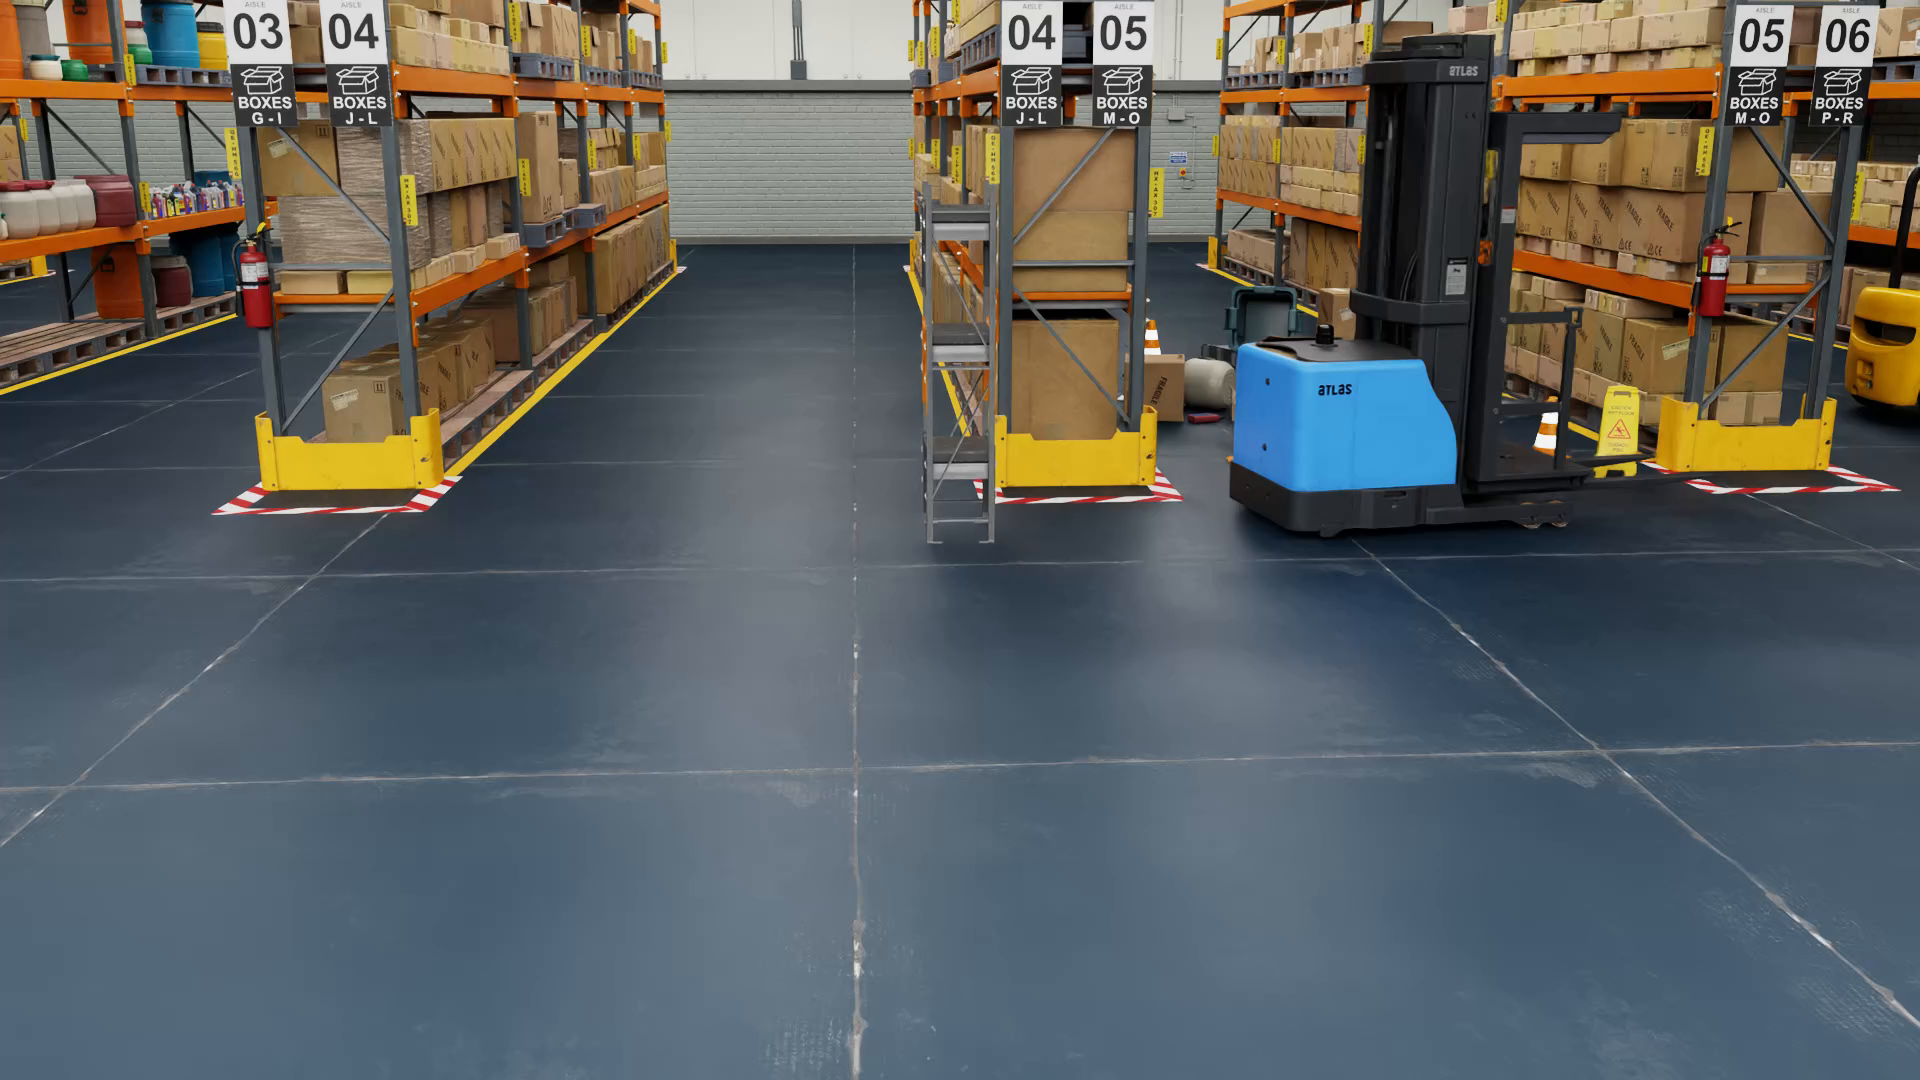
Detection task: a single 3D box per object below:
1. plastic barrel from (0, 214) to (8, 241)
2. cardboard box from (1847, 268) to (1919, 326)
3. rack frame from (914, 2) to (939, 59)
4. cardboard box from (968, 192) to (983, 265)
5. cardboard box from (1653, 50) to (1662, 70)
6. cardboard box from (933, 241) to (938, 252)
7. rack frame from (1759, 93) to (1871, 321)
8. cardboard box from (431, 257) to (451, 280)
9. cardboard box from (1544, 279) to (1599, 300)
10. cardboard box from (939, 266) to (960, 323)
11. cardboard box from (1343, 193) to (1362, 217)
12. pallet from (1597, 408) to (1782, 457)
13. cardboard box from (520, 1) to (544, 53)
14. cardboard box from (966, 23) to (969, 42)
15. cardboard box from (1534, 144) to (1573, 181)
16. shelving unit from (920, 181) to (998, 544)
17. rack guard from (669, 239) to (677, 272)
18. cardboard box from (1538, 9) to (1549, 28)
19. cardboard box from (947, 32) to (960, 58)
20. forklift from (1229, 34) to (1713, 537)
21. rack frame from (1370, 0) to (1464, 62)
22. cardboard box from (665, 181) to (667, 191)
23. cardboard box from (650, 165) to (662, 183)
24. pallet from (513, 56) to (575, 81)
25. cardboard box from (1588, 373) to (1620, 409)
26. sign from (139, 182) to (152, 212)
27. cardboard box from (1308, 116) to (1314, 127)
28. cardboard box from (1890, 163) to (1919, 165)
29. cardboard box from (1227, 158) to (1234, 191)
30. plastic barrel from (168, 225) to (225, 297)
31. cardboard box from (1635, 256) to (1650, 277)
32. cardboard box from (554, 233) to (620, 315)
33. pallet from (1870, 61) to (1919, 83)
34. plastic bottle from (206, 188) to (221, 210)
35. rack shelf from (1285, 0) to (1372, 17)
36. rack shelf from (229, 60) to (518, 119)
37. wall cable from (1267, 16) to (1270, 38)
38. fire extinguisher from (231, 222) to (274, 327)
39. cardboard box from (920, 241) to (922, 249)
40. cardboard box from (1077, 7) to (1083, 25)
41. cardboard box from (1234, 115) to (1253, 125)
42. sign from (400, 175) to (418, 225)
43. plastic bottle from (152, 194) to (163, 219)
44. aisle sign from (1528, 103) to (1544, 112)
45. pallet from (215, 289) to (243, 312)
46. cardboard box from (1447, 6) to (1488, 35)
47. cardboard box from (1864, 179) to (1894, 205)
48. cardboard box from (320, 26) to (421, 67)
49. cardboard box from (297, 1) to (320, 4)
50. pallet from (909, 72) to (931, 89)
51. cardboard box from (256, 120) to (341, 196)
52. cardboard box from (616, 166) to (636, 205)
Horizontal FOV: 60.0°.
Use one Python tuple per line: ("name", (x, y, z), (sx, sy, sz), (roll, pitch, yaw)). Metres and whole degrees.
("plastic barrel", (-9.312, -3.003, 15.956), (0.301, 0.262, 0.301), (0, 14, 0))
("cardboard box", (10.272, -2.609, 18.068), (0.875, 0.625, 0.625), (-1, 15, -6))
("rack frame", (-0.227, -8.756, 25.999), (1.000, 3.000, 0.127), (-1, 14, -3))
("cardboard box", (0.524, -2.575, 13.713), (0.875, 0.550, 0.550), (-1, 14, -3))
("cardboard box", (5.418, -3.581, 12.407), (0.380, 0.149, 0.250), (-1, 14, -3))
("cardboard box", (-0.077, -3.509, 20.312), (0.500, 0.250, 0.500), (-1, 14, -3))
("rack frame", (10.157, -4.040, 19.710), (1.000, 3.000, 0.127), (-1, 14, -3))
("cardboard box", (-4.013, -2.022, 12.370), (0.380, 0.149, 0.250), (-1, 14, -3))
("cardboard box", (5.219, -2.139, 14.190), (0.380, 0.149, 0.250), (0, 14, 0))
("cardboard box", (0.332, -2.373, 16.902), (1.050, 0.750, 0.750), (-1, 14, -3))
("cardboard box", (4.913, -4.012, 19.900), (0.500, 0.250, 0.500), (-1, 14, -5))
("pallet", (5.679, -0.844, 12.884), (1.003, 0.211, 1.213), (-1, 14, -3))
("cardboard box", (-4.430, -4.874, 15.879), (0.797, 0.503, 0.637), (0, 14, -1))
("cardboard box", (0.247, -4.165, 13.634), (0.380, 0.149, 0.250), (-1, 14, -4))
("cardboard box", (5.276, -3.279, 13.947), (0.700, 0.500, 0.500), (-1, 14, -5))
("shelving unit", (-0.010, -1.058, 9.925), (0.431, 2.100, 0.503), (-1, 14, -3))
("rack guard", (-5.185, -4.595, 26.881), (1.175, 0.500, 0.348), (-1, 14, -3))
("cardboard box", (5.197, -4.472, 14.271), (0.380, 0.149, 0.250), (-1, 14, -5))
("cardboard box", (0.125, -5.185, 17.397), (0.500, 0.250, 0.500), (0, 14, -2))
("forklift", (3.326, -1.611, 10.407), (3.031, 2.935, 1.130), (-4, 15, -14))
("rack frame", (5.203, -6.868, 18.661), (1.000, 3.000, 0.127), (-1, 14, -3))
("cardboard box", (-4.833, -5.594, 26.253), (0.380, 0.149, 0.250), (-1, 14, -2))
("cardboard box", (-4.858, -5.628, 25.585), (0.500, 0.250, 0.500), (-1, 14, -4))
("pallet", (-4.439, -4.590, 16.202), (1.213, 0.211, 1.003), (-1, 14, -3))
("cardboard box", (5.356, -1.171, 13.232), (0.500, 0.250, 0.500), (-1, 14, -3))
("sign", (-9.083, -3.823, 18.536), (0.100, 0.325, 0.005), (-1, 14, -3))
("cardboard box", (5.163, -5.950, 23.624), (0.380, 0.149, 0.250), (-1, 14, -3))
("cardboard box", (10.485, -4.070, 18.324), (0.380, 0.149, 0.250), (-1, 14, -4))
("cardboard box", (4.510, -5.752, 26.160), (0.500, 0.500, 0.500), (-1, 14, -4))
("plastic barrel", (-9.819, -3.604, 21.381), (0.600, 0.901, 0.708), (-1, 14, -3))
("cardboard box", (5.341, -2.067, 12.543), (0.380, 0.149, 0.250), (-1, 14, -4))
("cardboard box", (-4.710, -3.156, 19.694), (1.225, 0.875, 0.875), (-2, 15, -6))
("pallet", (10.361, -4.956, 17.628), (1.003, 0.211, 1.213), (0, 14, -1))
("plastic bottle", (-9.470, -4.325, 21.066), (0.152, 0.276, 0.135), (-1, 14, -3))
("rack shelf", (5.079, -6.823, 20.733), (1.077, 0.370, 4.000), (-1, 14, -3))
("rack shelf", (-4.316, -3.422, 12.730), (1.077, 0.370, 4.000), (-1, 14, -3))
("wall cable", (4.825, -10.279, 31.917), (2.355, 3.000, 0.029), (-1, 14, -3))
("fire extinguisher", (-4.645, -1.747, 10.952), (0.296, 0.674, 0.183), (-1, 14, -3))
("cardboard box", (-0.386, -4.308, 24.434), (0.380, 0.149, 0.250), (-2, 15, -6))
("cardboard box", (1.032, -3.670, 11.713), (0.380, 0.149, 0.250), (-1, 14, -3))
("cardboard box", (4.476, -6.511, 25.803), (0.380, 0.149, 0.250), (-1, 14, -5))
("sign", (-3.651, -2.248, 11.006), (0.100, 0.325, 0.005), (-1, 14, -3))
("plastic bottle", (-9.310, -3.872, 19.289), (0.061, 0.283, 0.133), (-1, 14, -3))
("aisle sign", (9.364, -7.301, 27.167), (0.394, 0.787, 0.004), (-1, 14, -3))
("pallet", (-9.873, -3.185, 21.982), (1.003, 0.211, 1.213), (-1, 14, -3))
("cardboard box", (5.203, -5.189, 16.610), (0.500, 0.250, 0.500), (-1, 14, -3))
("cardboard box", (10.042, -3.714, 17.739), (0.500, 0.250, 0.500), (-1, 14, -3))
("cardboard box", (-3.964, -3.324, 11.207), (0.500, 0.250, 0.500), (0, 14, -2))
("cardboard box", (-4.541, -4.089, 12.078), (0.500, 0.500, 0.500), (-1, 14, -3))
("pallet", (-0.047, -6.063, 21.926), (1.213, 0.211, 1.003), (-1, 14, -3))
("cardboard box", (-4.473, -2.630, 11.424), (0.500, 0.500, 0.500), (-1, 14, -3))
("cardboard box", (-4.634, -4.741, 22.232), (0.500, 0.500, 0.500), (-1, 14, -3))
